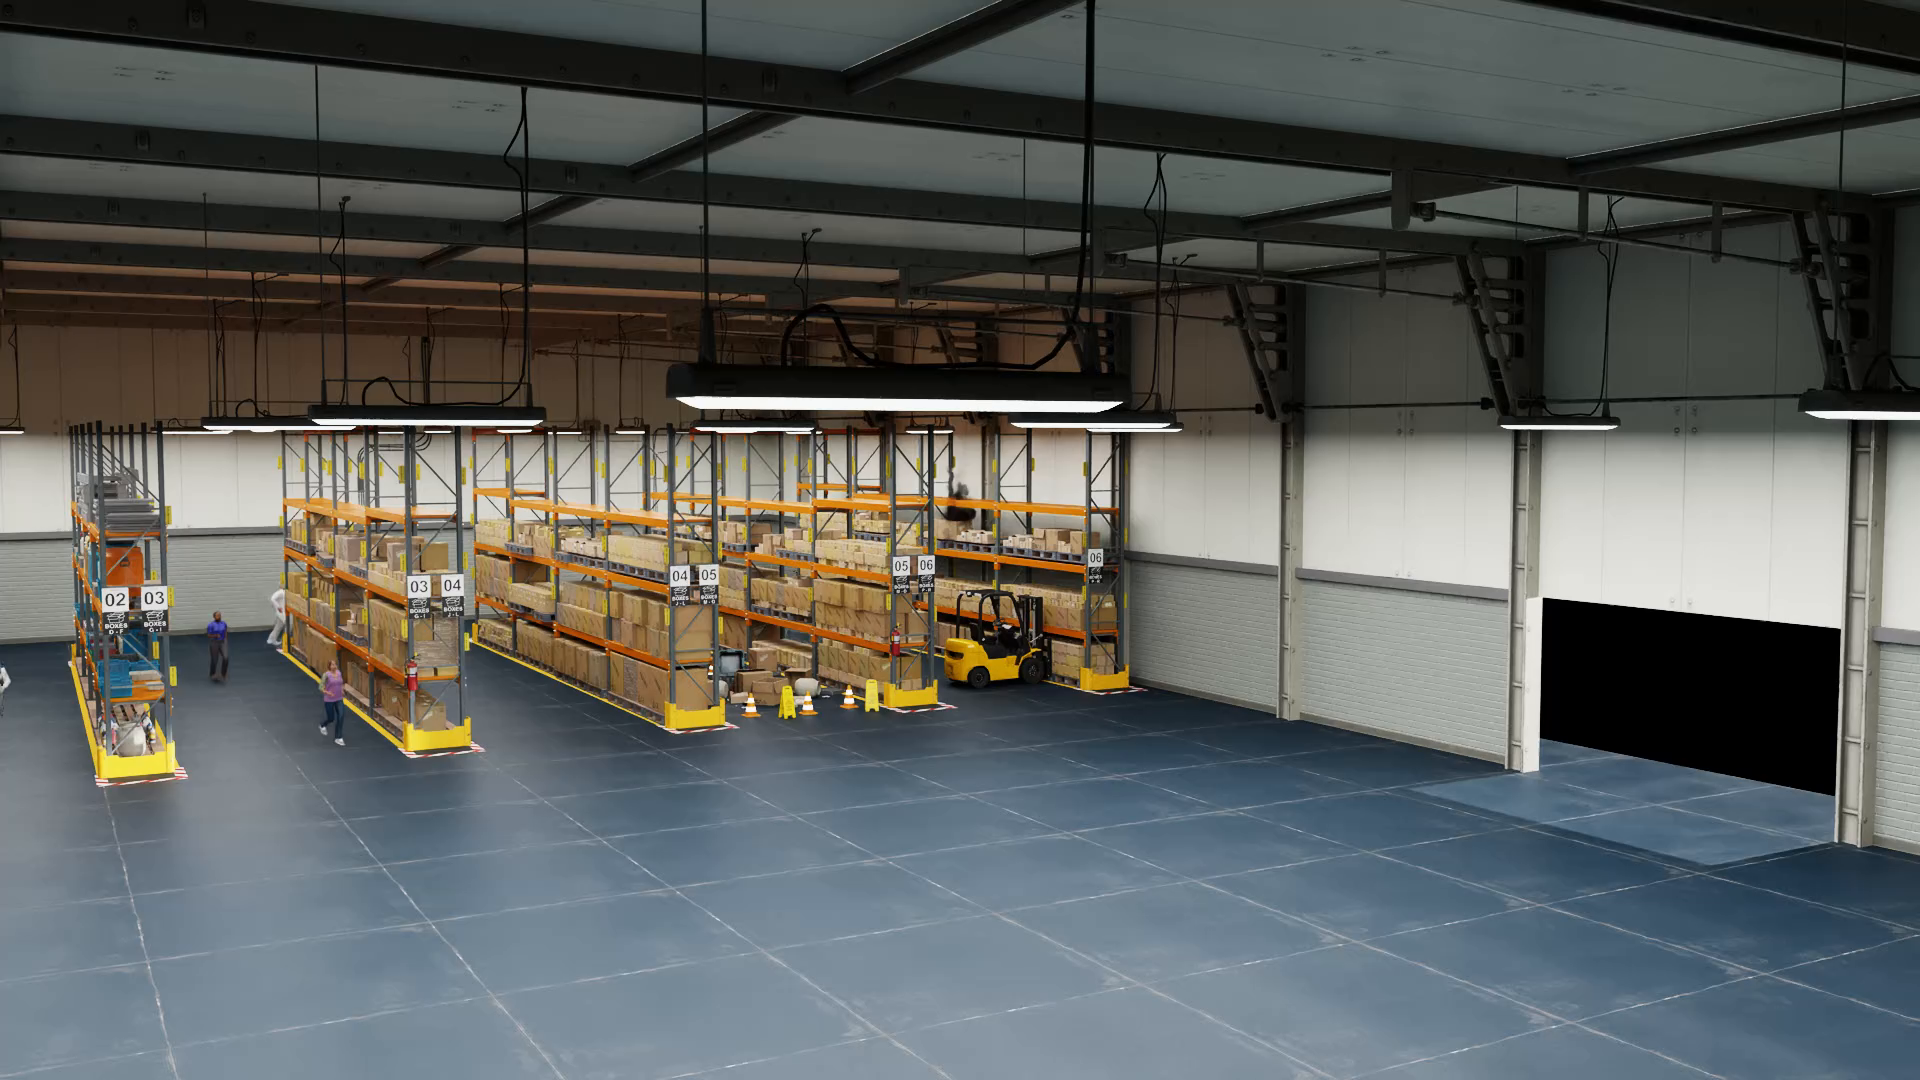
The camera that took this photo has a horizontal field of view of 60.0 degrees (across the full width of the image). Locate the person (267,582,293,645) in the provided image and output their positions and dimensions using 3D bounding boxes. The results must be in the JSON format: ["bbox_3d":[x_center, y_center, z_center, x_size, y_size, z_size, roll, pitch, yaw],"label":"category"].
[{"bbox_3d":[-18.511,2.047,45.439,0.847,1.857,0.665,-1,4,-21],"label":"person"}]

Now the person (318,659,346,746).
[{"bbox_3d":[-11.748,3.027,31.134,0.812,1.572,0.538,3,5,44],"label":"person"}]

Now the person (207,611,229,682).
[{"bbox_3d":[-17.358,2.502,38.936,0.523,1.695,0.765,-3,5,-40],"label":"person"}]

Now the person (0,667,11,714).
[{"bbox_3d":[-18.300,2.952,31.495,0.582,1.669,0.569,-2,4,-33],"label":"person"}]
